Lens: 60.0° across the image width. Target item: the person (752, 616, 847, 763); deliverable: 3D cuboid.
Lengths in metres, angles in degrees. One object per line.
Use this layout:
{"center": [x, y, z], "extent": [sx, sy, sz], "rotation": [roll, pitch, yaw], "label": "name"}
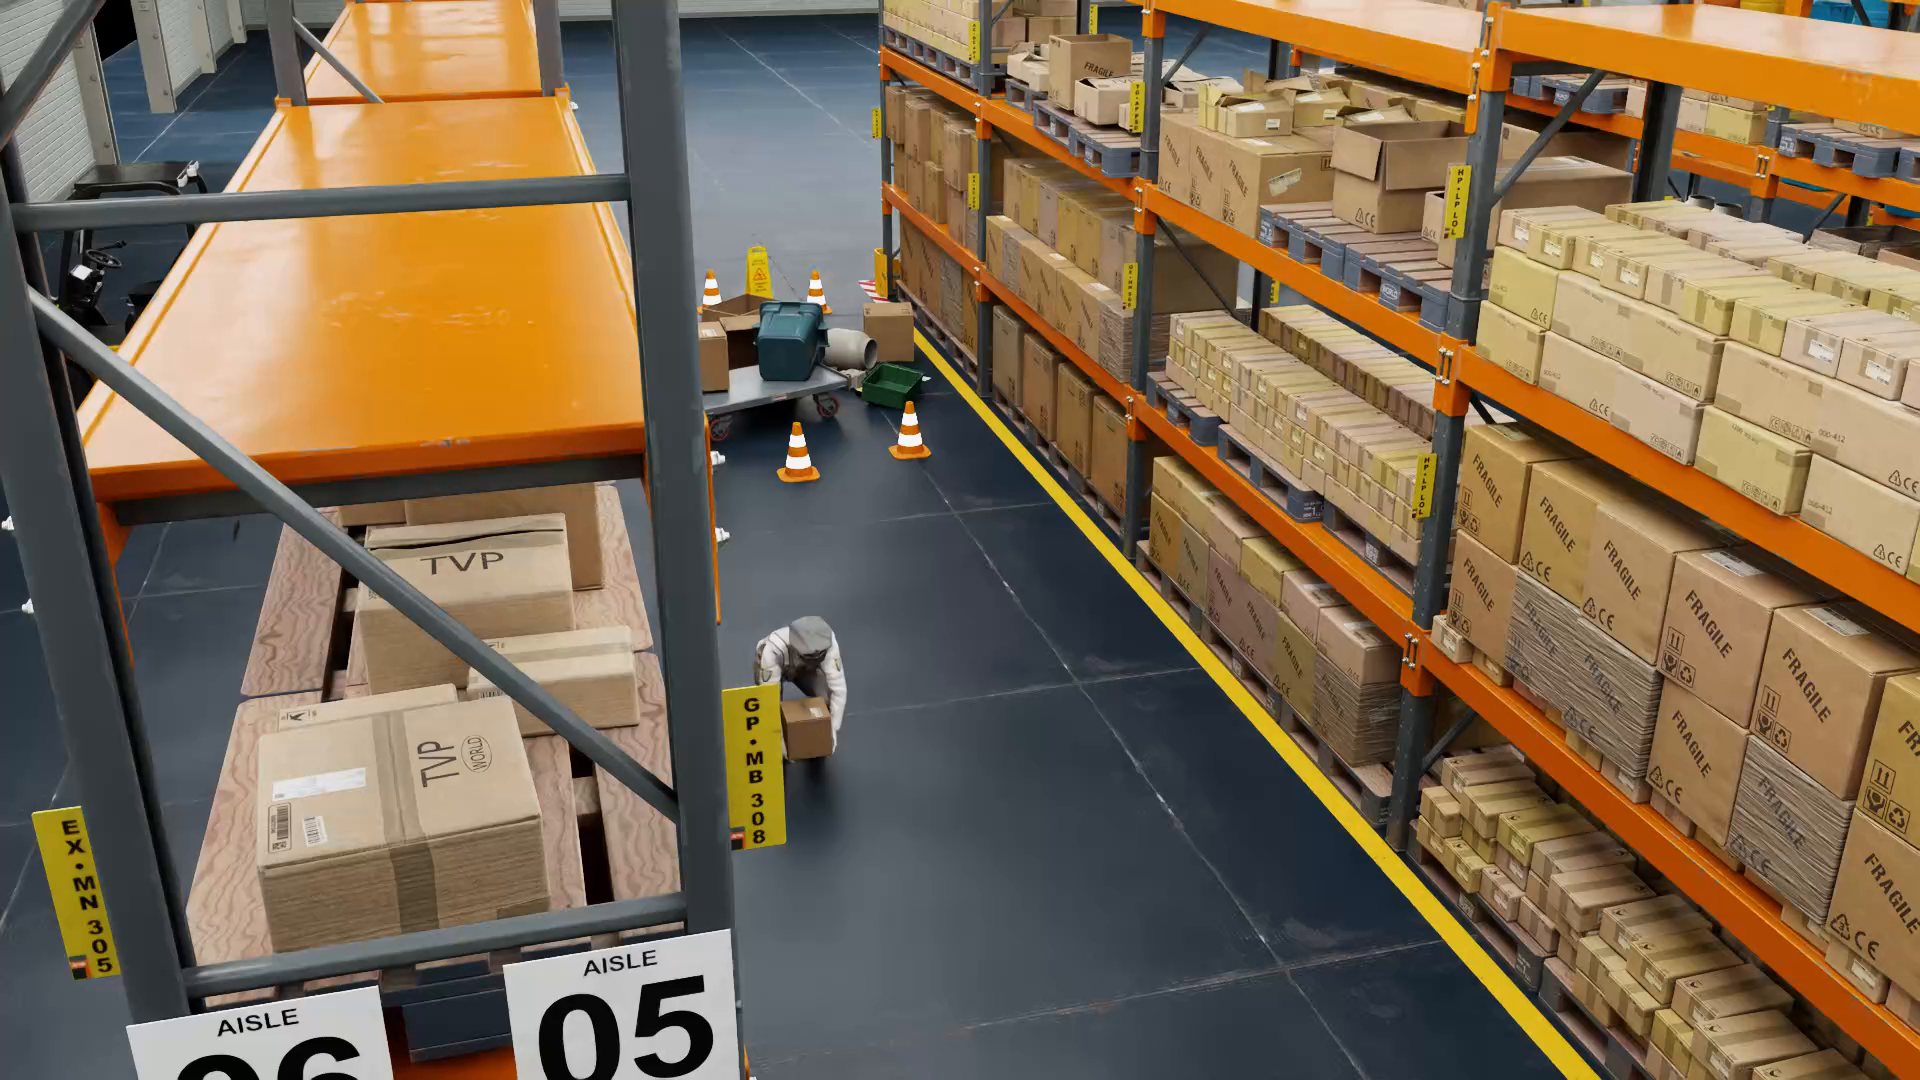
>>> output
{"center": [-0.944, 0.804, 9.651], "extent": [0.515, 0.970, 0.807], "rotation": [-6, 24, -14], "label": "person"}
